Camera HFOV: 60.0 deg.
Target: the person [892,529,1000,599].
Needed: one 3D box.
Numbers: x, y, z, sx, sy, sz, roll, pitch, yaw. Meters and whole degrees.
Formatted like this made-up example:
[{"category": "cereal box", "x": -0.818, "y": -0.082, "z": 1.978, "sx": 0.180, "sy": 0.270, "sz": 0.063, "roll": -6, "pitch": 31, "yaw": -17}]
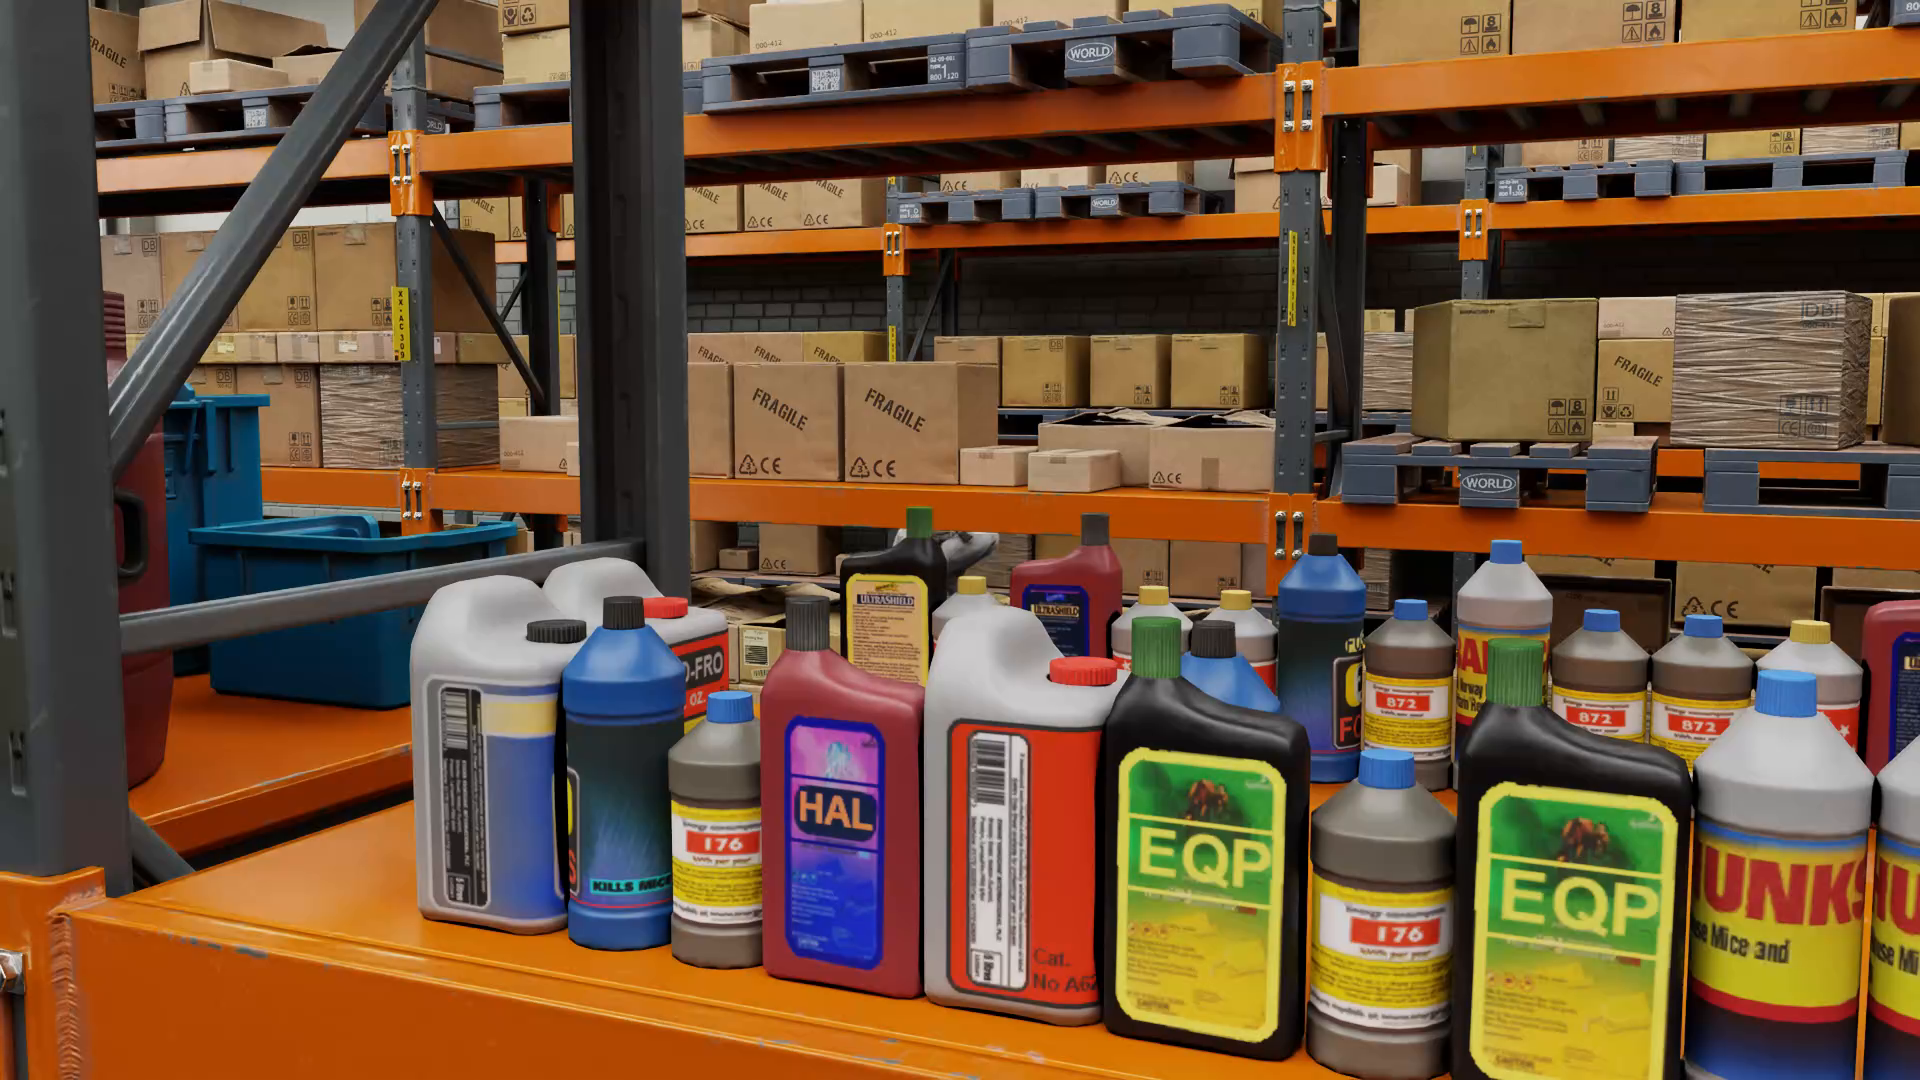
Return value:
[{"category": "person", "x": -0.187, "y": 0.156, "z": 11.001, "sx": 0.921, "sy": 1.017, "sz": 0.463, "roll": 2, "pitch": 6, "yaw": 21}]
